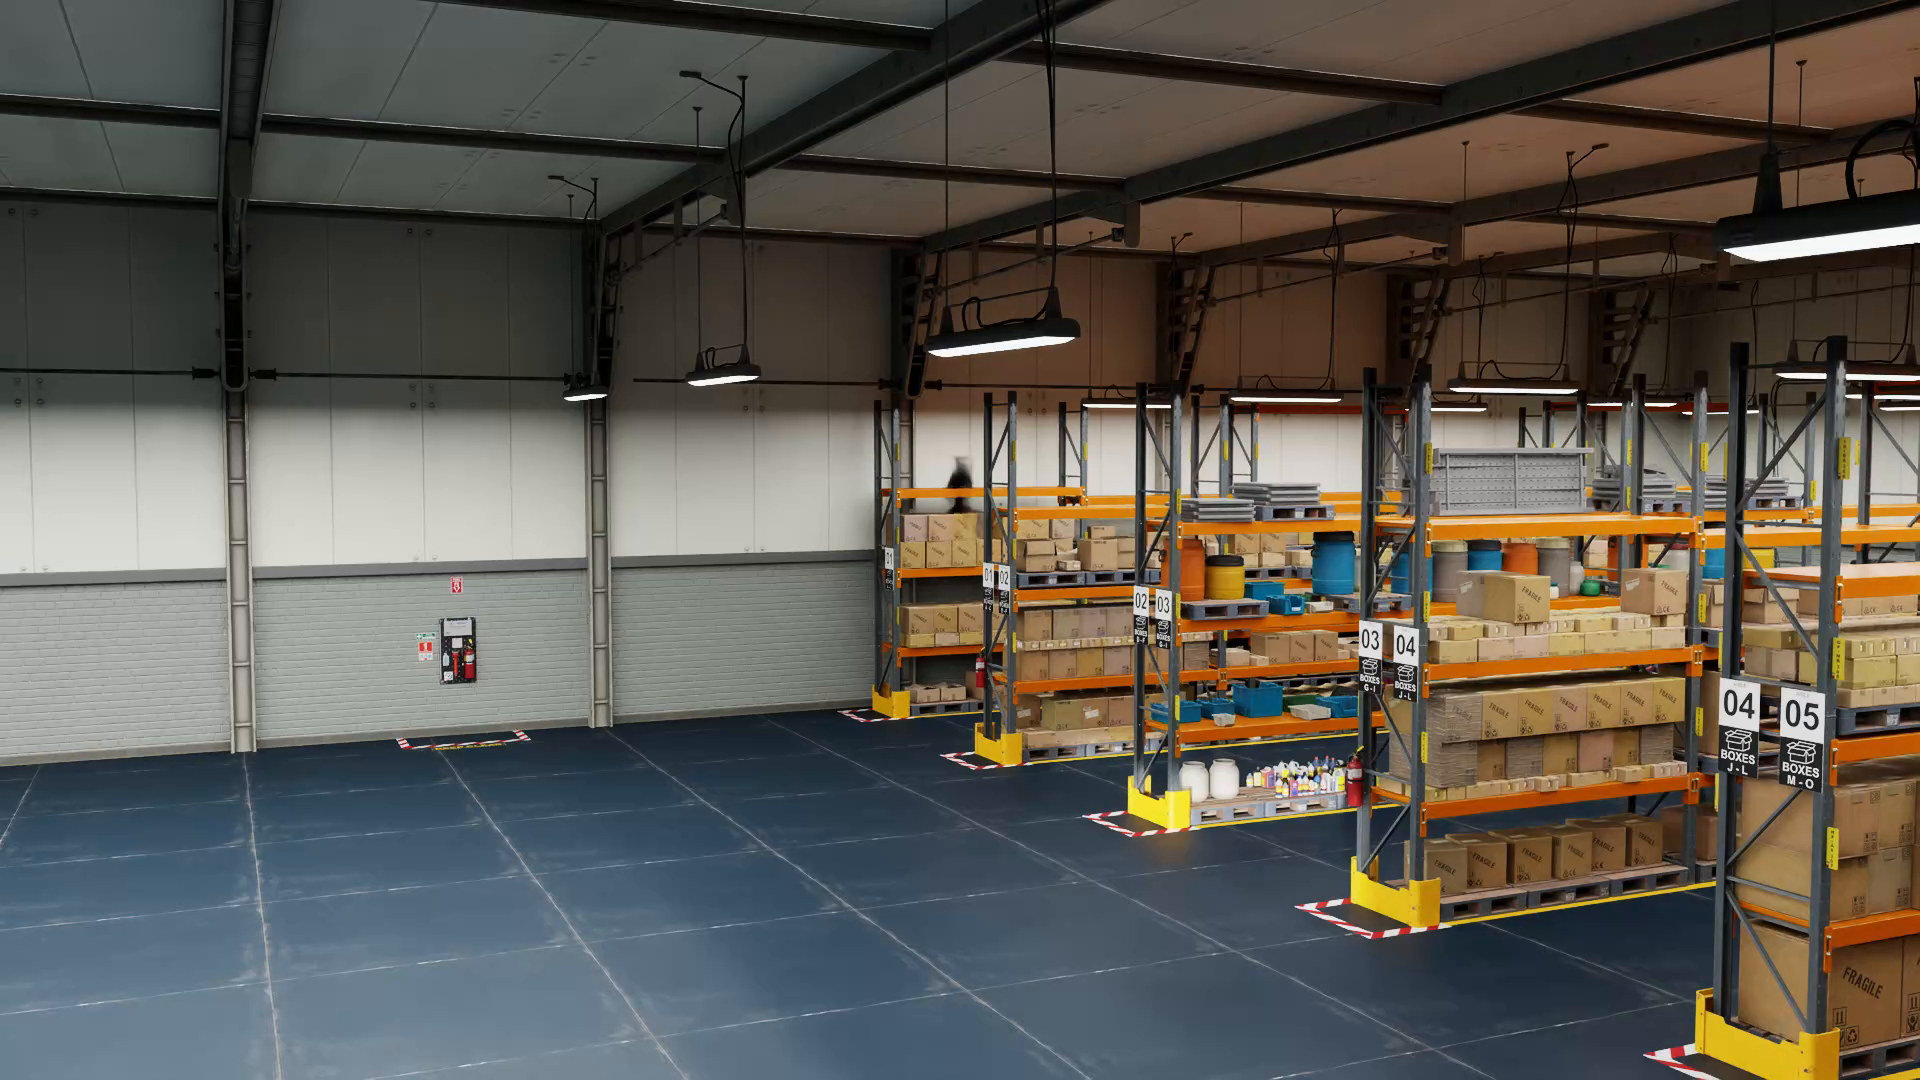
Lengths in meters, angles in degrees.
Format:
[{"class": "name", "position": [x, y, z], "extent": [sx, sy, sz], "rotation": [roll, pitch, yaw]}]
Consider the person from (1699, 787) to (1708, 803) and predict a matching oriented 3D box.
[{"class": "person", "position": [9.922, 2.972, 22.512], "extent": [0.846, 1.823, 0.686], "rotation": [-2, 4, -27]}]
